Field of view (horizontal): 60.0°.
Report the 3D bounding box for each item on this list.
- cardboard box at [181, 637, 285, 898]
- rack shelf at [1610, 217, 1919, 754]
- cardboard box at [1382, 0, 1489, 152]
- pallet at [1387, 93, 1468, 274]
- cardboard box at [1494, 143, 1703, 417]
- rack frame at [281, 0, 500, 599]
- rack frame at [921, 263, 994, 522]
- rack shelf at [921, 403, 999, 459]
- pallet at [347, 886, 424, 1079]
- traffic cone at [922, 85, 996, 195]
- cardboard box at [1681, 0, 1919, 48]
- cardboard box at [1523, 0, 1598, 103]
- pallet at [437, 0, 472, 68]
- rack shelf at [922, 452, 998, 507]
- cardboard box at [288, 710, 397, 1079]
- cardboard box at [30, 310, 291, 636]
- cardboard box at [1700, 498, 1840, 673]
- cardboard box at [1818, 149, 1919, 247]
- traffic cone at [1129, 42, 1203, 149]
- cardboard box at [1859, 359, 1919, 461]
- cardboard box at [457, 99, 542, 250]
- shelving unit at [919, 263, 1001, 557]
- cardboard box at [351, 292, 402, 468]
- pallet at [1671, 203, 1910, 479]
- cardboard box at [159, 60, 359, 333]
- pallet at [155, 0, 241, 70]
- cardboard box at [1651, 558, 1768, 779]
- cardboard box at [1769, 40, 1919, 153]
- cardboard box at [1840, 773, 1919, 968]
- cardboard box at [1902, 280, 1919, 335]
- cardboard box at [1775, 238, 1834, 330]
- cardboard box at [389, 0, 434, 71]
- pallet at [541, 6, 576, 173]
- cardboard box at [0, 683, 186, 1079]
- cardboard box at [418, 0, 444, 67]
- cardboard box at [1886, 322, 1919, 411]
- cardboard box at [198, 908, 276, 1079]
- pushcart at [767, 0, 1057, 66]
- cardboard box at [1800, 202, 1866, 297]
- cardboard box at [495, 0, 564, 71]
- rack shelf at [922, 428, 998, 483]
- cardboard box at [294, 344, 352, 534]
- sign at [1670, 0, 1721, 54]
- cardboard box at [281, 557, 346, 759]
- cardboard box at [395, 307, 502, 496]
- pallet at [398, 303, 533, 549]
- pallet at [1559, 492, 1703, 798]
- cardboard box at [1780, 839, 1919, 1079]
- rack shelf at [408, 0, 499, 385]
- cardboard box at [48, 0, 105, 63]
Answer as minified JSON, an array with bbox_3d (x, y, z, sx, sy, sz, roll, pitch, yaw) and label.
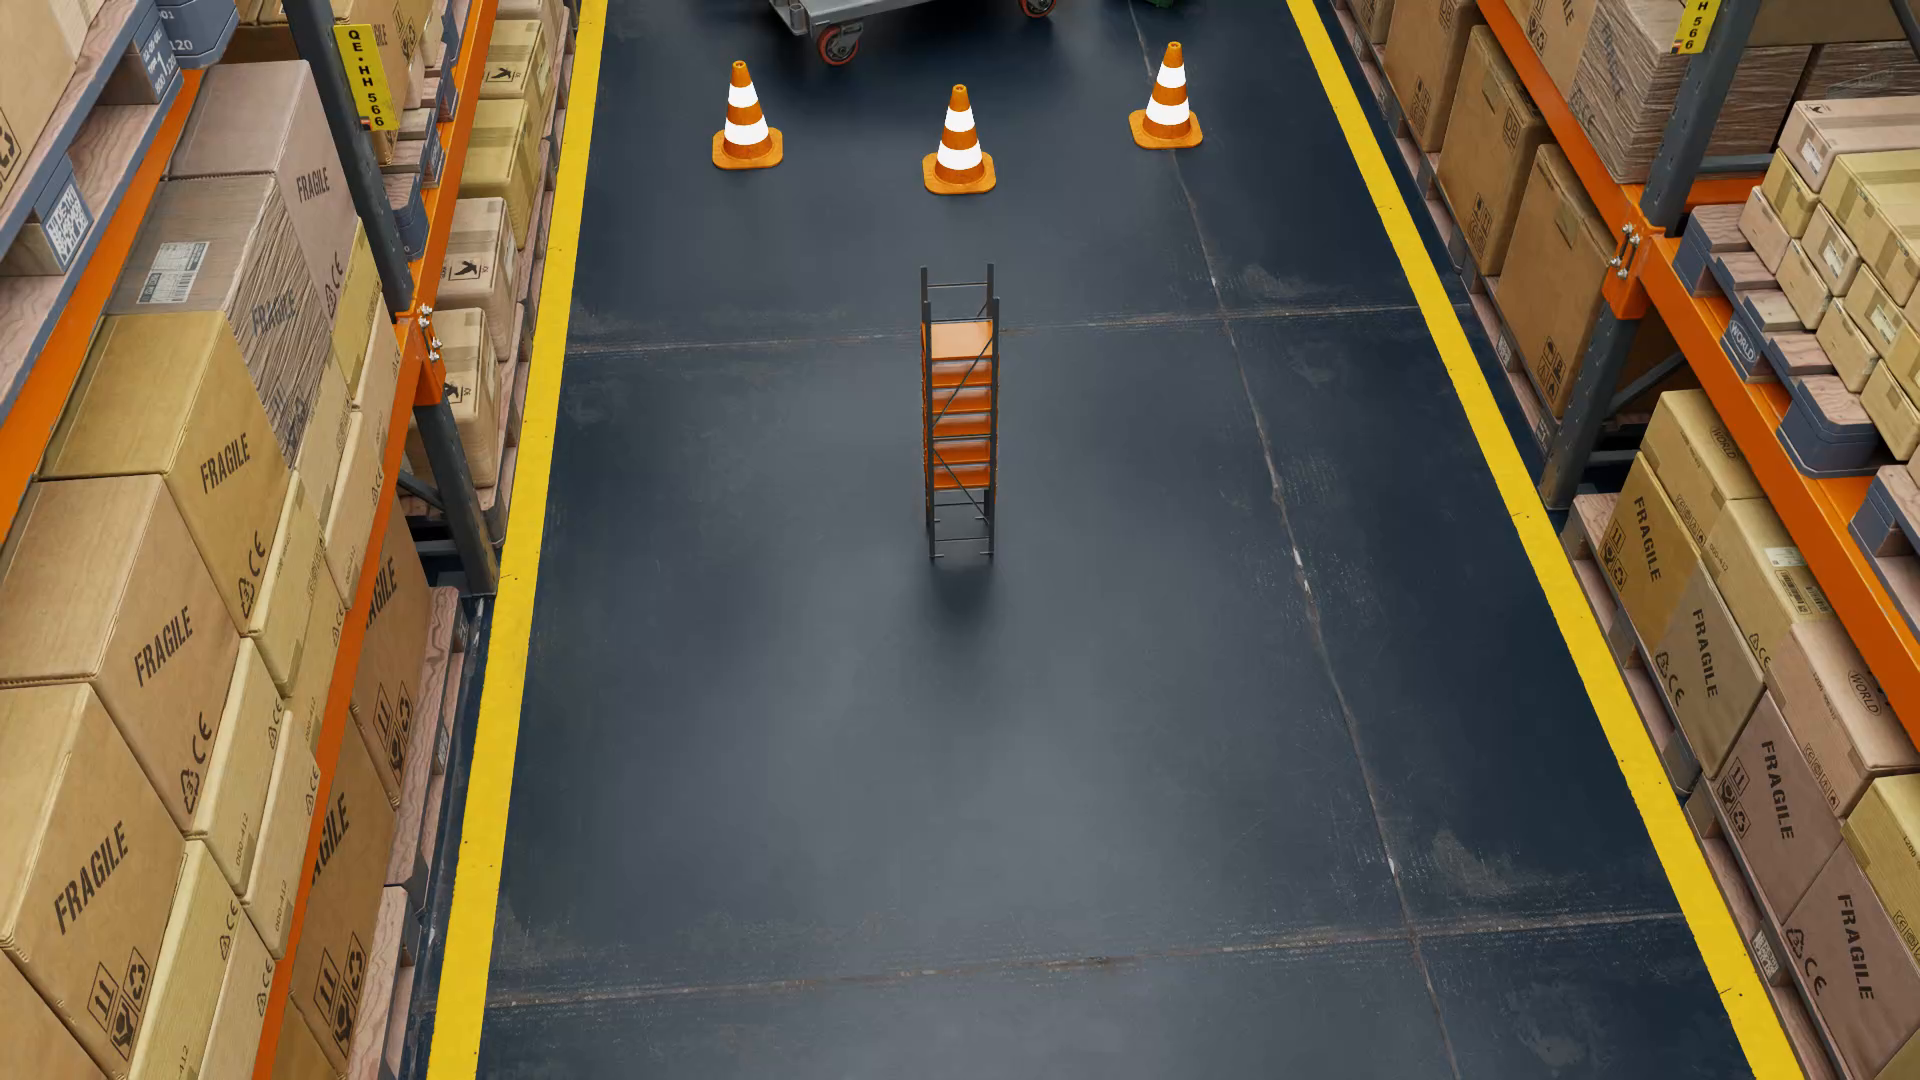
[{"bbox_3d":[-1.742,0.491,3.478,0.500,0.250,0.500,-5,47,-4],"label":"cardboard box"},{"bbox_3d":[2.902,0.482,4.223,1.077,0.370,4.000,-3,47,-3],"label":"rack shelf"},{"bbox_3d":[2.618,-2.336,7.656,1.050,0.750,0.750,-3,47,-3],"label":"cardboard box"},{"bbox_3d":[2.645,-1.709,7.724,1.003,0.211,1.213,-3,47,-3],"label":"pallet"},{"bbox_3d":[2.773,-1.030,6.419,1.050,0.750,0.750,-4,47,-4],"label":"cardboard box"},{"bbox_3d":[-2.190,-0.839,4.978,1.000,3.000,0.127,-3,47,-3],"label":"rack frame"},{"bbox_3d":[-0.009,-0.489,5.887,0.240,1.200,0.006,-3,47,-3],"label":"rack frame"},{"bbox_3d":[-0.001,-0.392,5.857,0.258,0.103,0.180,-3,47,-3],"label":"rack shelf"},{"bbox_3d":[-2.100,1.576,4.612,1.003,0.211,1.213,-3,47,-3],"label":"pallet"},{"bbox_3d":[-0.005,-1.899,7.730,0.336,0.463,0.334,-3,47,-3],"label":"traffic cone"},{"bbox_3d":[2.707,-1.916,5.241,0.700,0.500,0.500,-4,47,-4],"label":"cardboard box"},{"bbox_3d":[2.389,-1.918,5.931,0.500,0.500,0.500,-3,47,-3],"label":"cardboard box"},{"bbox_3d":[-2.396,-2.202,6.402,1.003,0.211,1.213,-3,47,-3],"label":"pallet"},{"bbox_3d":[-0.001,-0.227,6.031,0.258,0.103,0.180,-3,47,-3],"label":"rack shelf"},{"bbox_3d":[-2.144,0.898,4.508,0.875,0.875,0.875,-3,47,-3],"label":"cardboard box"},{"bbox_3d":[-1.800,-0.128,3.548,0.500,0.500,0.500,-3,47,-3],"label":"cardboard box"},{"bbox_3d":[2.593,0.125,4.982,0.500,0.250,0.500,-4,47,-4],"label":"cardboard box"},{"bbox_3d":[2.605,-0.935,4.543,0.380,0.149,0.250,-5,47,-4],"label":"cardboard box"},{"bbox_3d":[1.007,-2.172,7.989,0.336,0.463,0.334,-3,47,-3],"label":"traffic cone"},{"bbox_3d":[2.640,-0.350,4.400,0.380,0.149,0.250,-2,47,-1],"label":"cardboard box"},{"bbox_3d":[-2.355,-1.571,7.193,0.950,0.372,0.625,-2,47,-2],"label":"cardboard box"},{"bbox_3d":[-0.001,-0.423,5.824,0.258,1.200,0.189,-3,47,-3],"label":"shelving unit"},{"bbox_3d":[-1.889,-0.437,4.701,0.500,0.250,0.500,-5,47,-5],"label":"cardboard box"},{"bbox_3d":[2.900,-0.638,4.920,1.213,0.211,1.003,-3,47,-3],"label":"pallet"},{"bbox_3d":[-1.886,-0.859,4.240,0.500,0.500,0.500,-5,47,-4],"label":"cardboard box"},{"bbox_3d":[-2.083,-1.343,3.520,1.213,0.211,1.003,-2,47,-1],"label":"pallet"},{"bbox_3d":[2.585,0.393,5.244,0.500,0.500,0.500,-3,47,-3],"label":"cardboard box"},{"bbox_3d":[2.966,-1.588,5.619,0.500,0.500,0.500,-3,47,-3],"label":"cardboard box"},{"bbox_3d":[2.667,0.861,4.285,0.500,0.250,0.500,-5,47,-5],"label":"cardboard box"},{"bbox_3d":[2.643,-0.565,4.194,0.380,0.149,0.250,-5,47,-5],"label":"cardboard box"},{"bbox_3d":[2.593,-0.741,4.769,0.380,0.149,0.250,-1,47,-1],"label":"cardboard box"},{"bbox_3d":[-2.047,-1.836,5.360,0.500,0.500,0.500,-1,47,-1],"label":"cardboard box"},{"bbox_3d":[-2.458,-2.211,8.198,1.003,0.211,1.213,-3,47,-3],"label":"pallet"},{"bbox_3d":[-1.715,0.612,2.847,0.500,0.500,0.500,-5,47,-4],"label":"cardboard box"},{"bbox_3d":[-2.001,-1.751,5.726,0.380,0.149,0.250,-3,47,-3],"label":"cardboard box"},{"bbox_3d":[2.647,-0.440,4.279,0.380,0.149,0.250,-3,47,-3],"label":"cardboard box"},{"bbox_3d":[-1.700,1.026,3.315,0.500,0.250,0.500,-4,47,-4],"label":"cardboard box"},{"bbox_3d":[-0.257,-3.006,8.837,1.648,0.377,0.936,-19,49,-17],"label":"pushcart"},{"bbox_3d":[2.600,-0.815,4.635,0.380,0.149,0.250,-1,47,-1],"label":"cardboard box"},{"bbox_3d":[-2.478,-2.594,8.162,0.950,0.372,0.625,-3,47,-3],"label":"cardboard box"},{"bbox_3d":[-0.001,-0.310,5.944,0.258,0.103,0.180,-3,47,-3],"label":"rack shelf"},{"bbox_3d":[-1.849,-0.253,4.183,0.500,0.250,0.500,-5,47,-4],"label":"cardboard box"},{"bbox_3d":[2.182,-1.575,4.878,0.100,0.325,0.005,-3,47,-3],"label":"sign"},{"bbox_3d":[-1.804,0.297,4.006,0.500,0.250,0.500,-4,47,-4],"label":"cardboard box"},{"bbox_3d":[-2.227,-0.489,6.168,0.950,0.372,0.625,-6,47,-6],"label":"cardboard box"},{"bbox_3d":[-2.254,-0.445,6.526,1.003,0.211,1.213,-3,47,-3],"label":"pallet"},{"bbox_3d":[2.798,0.312,5.809,1.003,0.211,1.213,-3,47,-3],"label":"pallet"},{"bbox_3d":[2.675,1.134,4.543,0.500,0.500,0.500,-4,47,-4],"label":"cardboard box"},{"bbox_3d":[-2.357,-2.038,6.610,1.077,0.370,4.000,-3,47,-3],"label":"rack shelf"},{"bbox_3d":[-1.726,-0.993,2.862,0.396,0.266,0.258,-5,47,-4],"label":"cardboard box"}]
